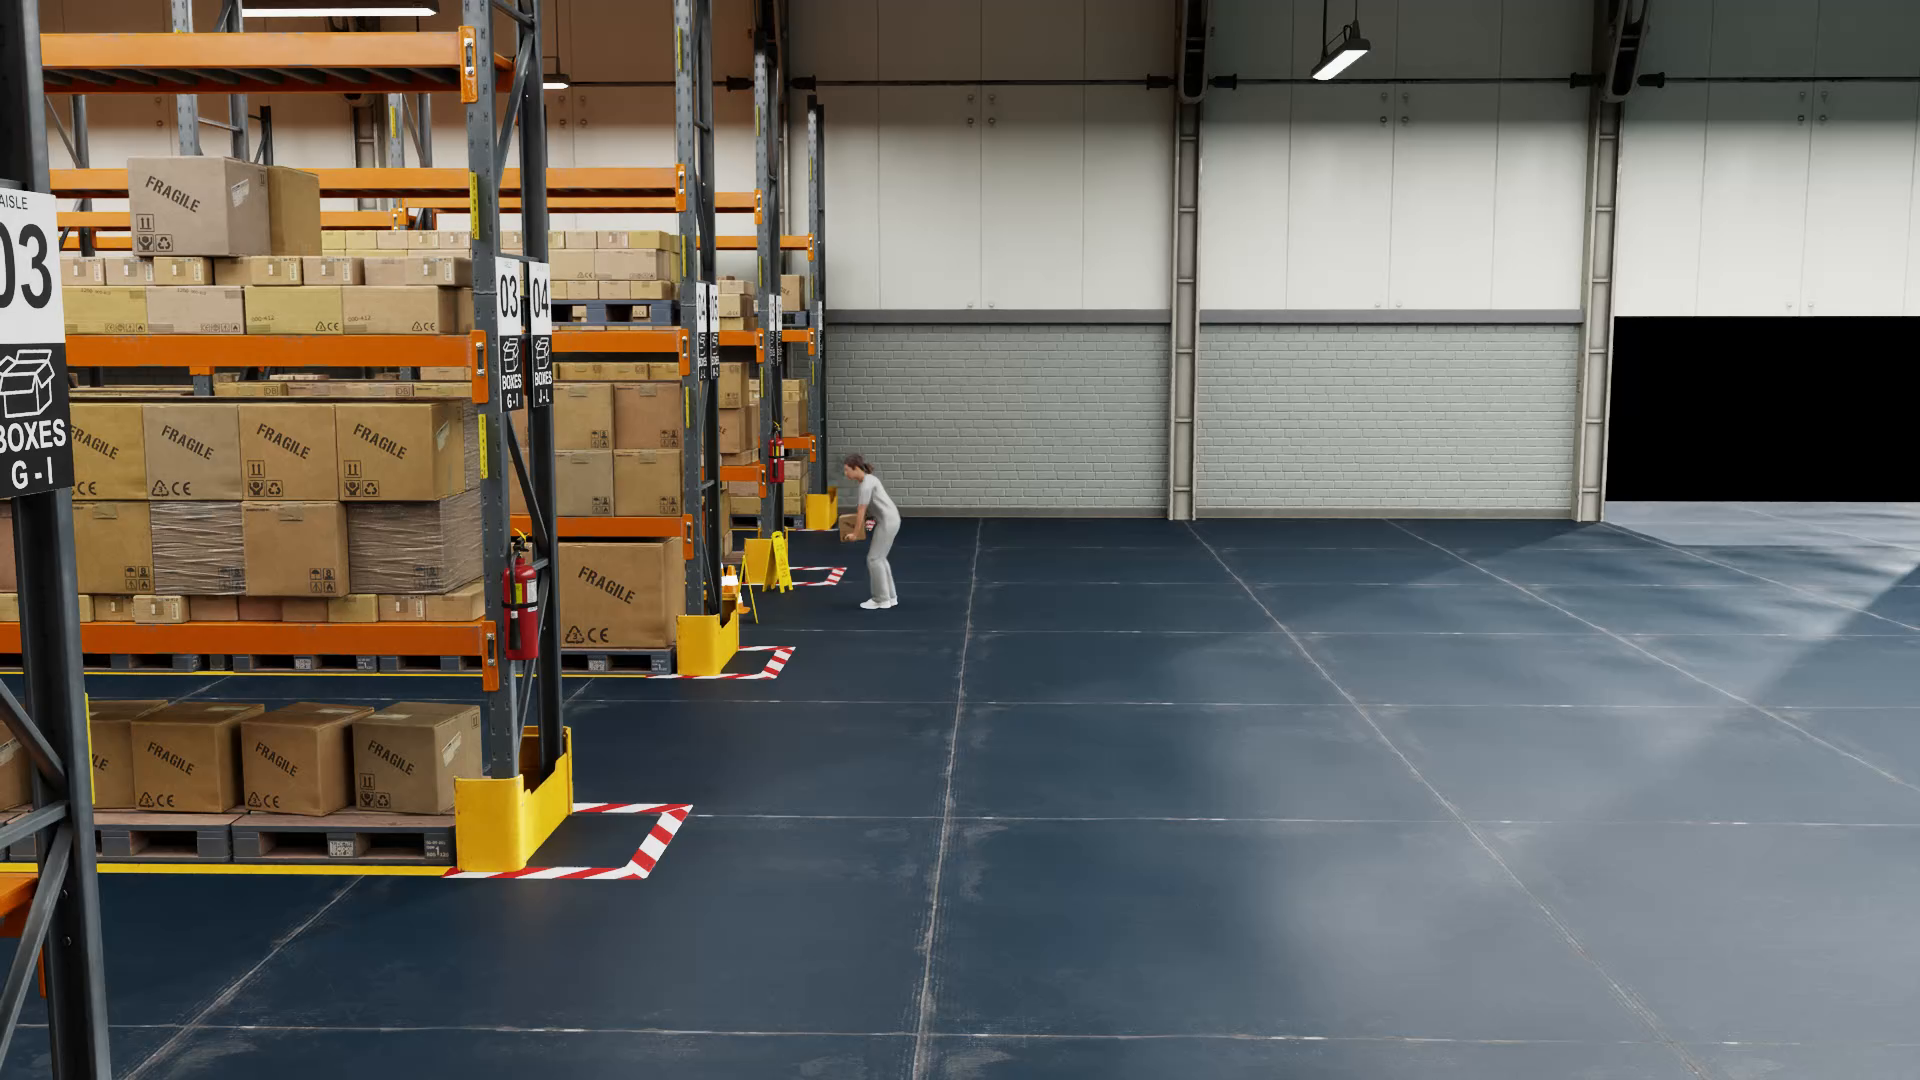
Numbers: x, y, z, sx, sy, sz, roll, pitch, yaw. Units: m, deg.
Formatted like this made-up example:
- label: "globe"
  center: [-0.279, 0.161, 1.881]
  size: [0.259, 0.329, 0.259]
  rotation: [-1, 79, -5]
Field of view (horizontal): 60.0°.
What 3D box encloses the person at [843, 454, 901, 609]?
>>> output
- label: "person"
  center: [-0.891, -0.092, 16.912]
  size: [0.576, 1.575, 0.410]
  rotation: [0, 7, 0]
